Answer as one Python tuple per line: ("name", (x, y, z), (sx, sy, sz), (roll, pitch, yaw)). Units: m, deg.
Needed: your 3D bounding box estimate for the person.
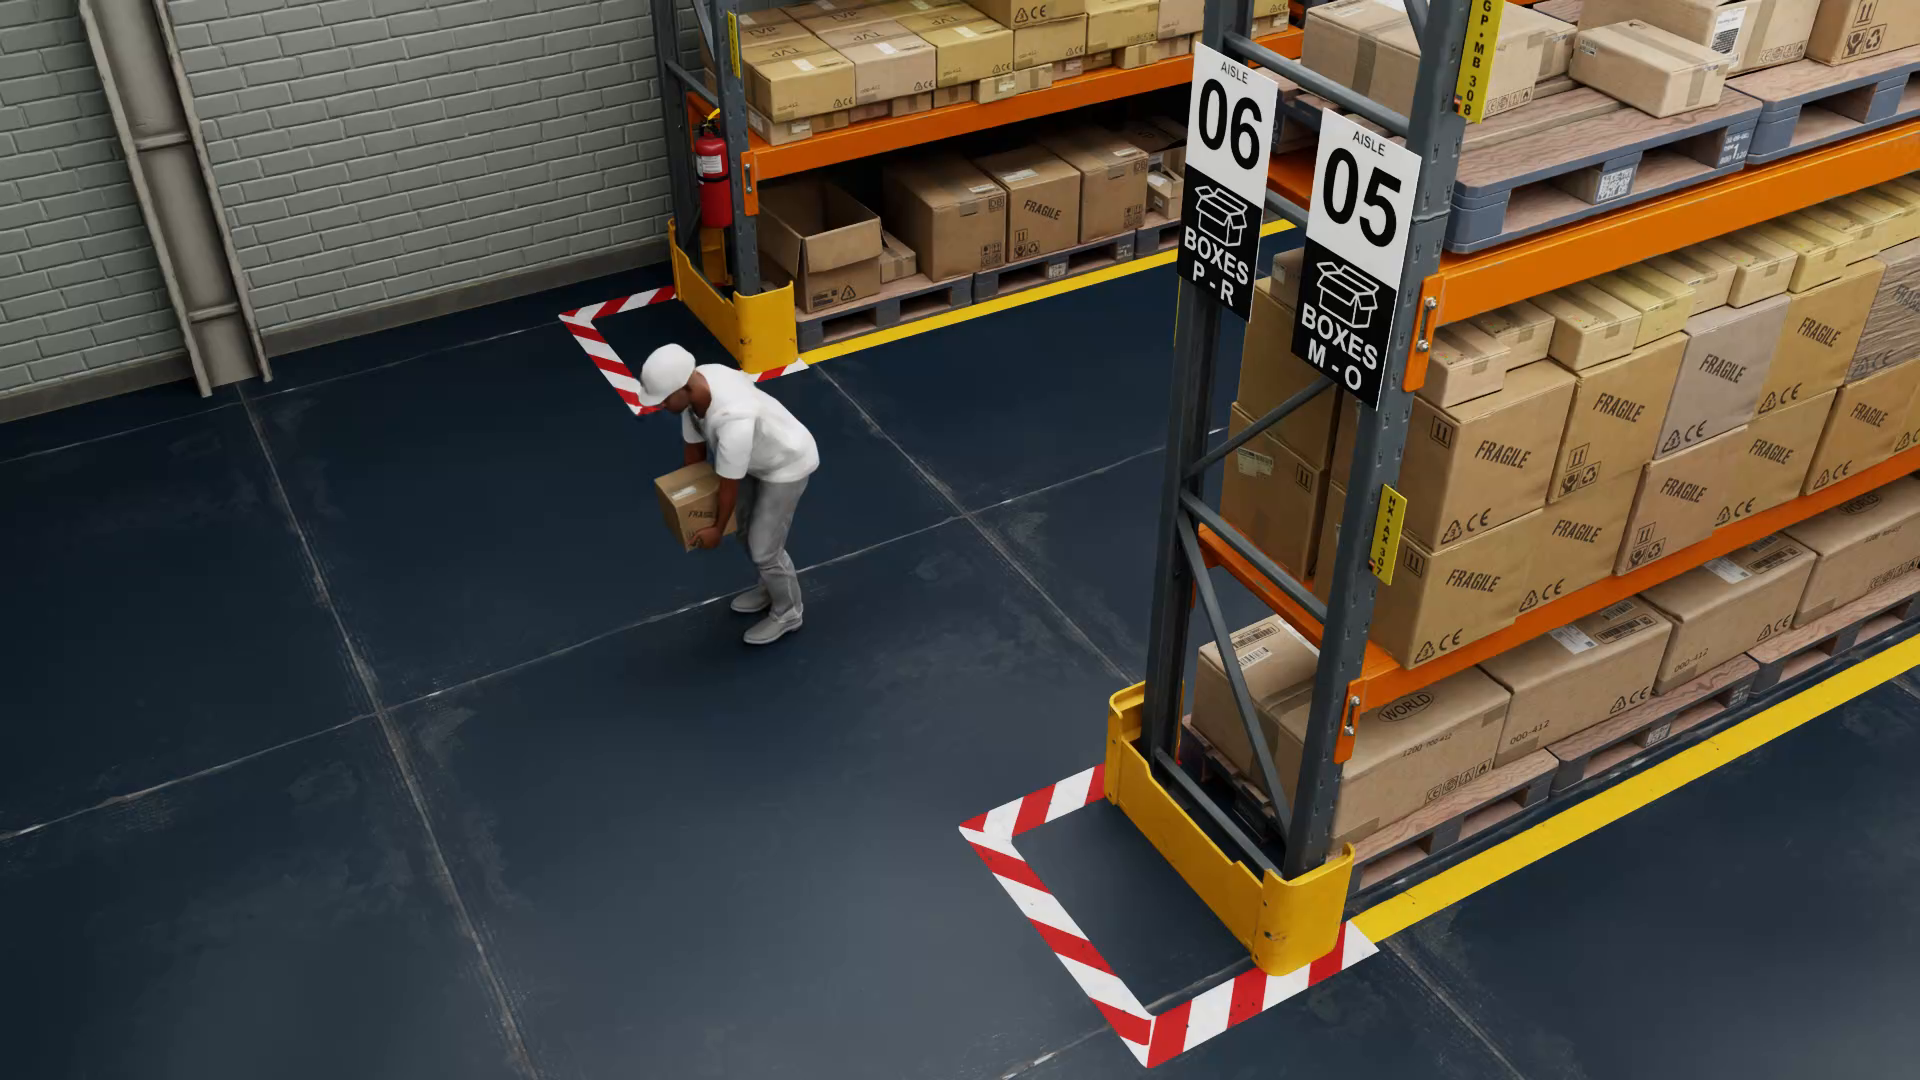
("person", (-0.996, -0.222, 7.355), (0.763, 1.588, 0.489), (-20, 41, -25))
